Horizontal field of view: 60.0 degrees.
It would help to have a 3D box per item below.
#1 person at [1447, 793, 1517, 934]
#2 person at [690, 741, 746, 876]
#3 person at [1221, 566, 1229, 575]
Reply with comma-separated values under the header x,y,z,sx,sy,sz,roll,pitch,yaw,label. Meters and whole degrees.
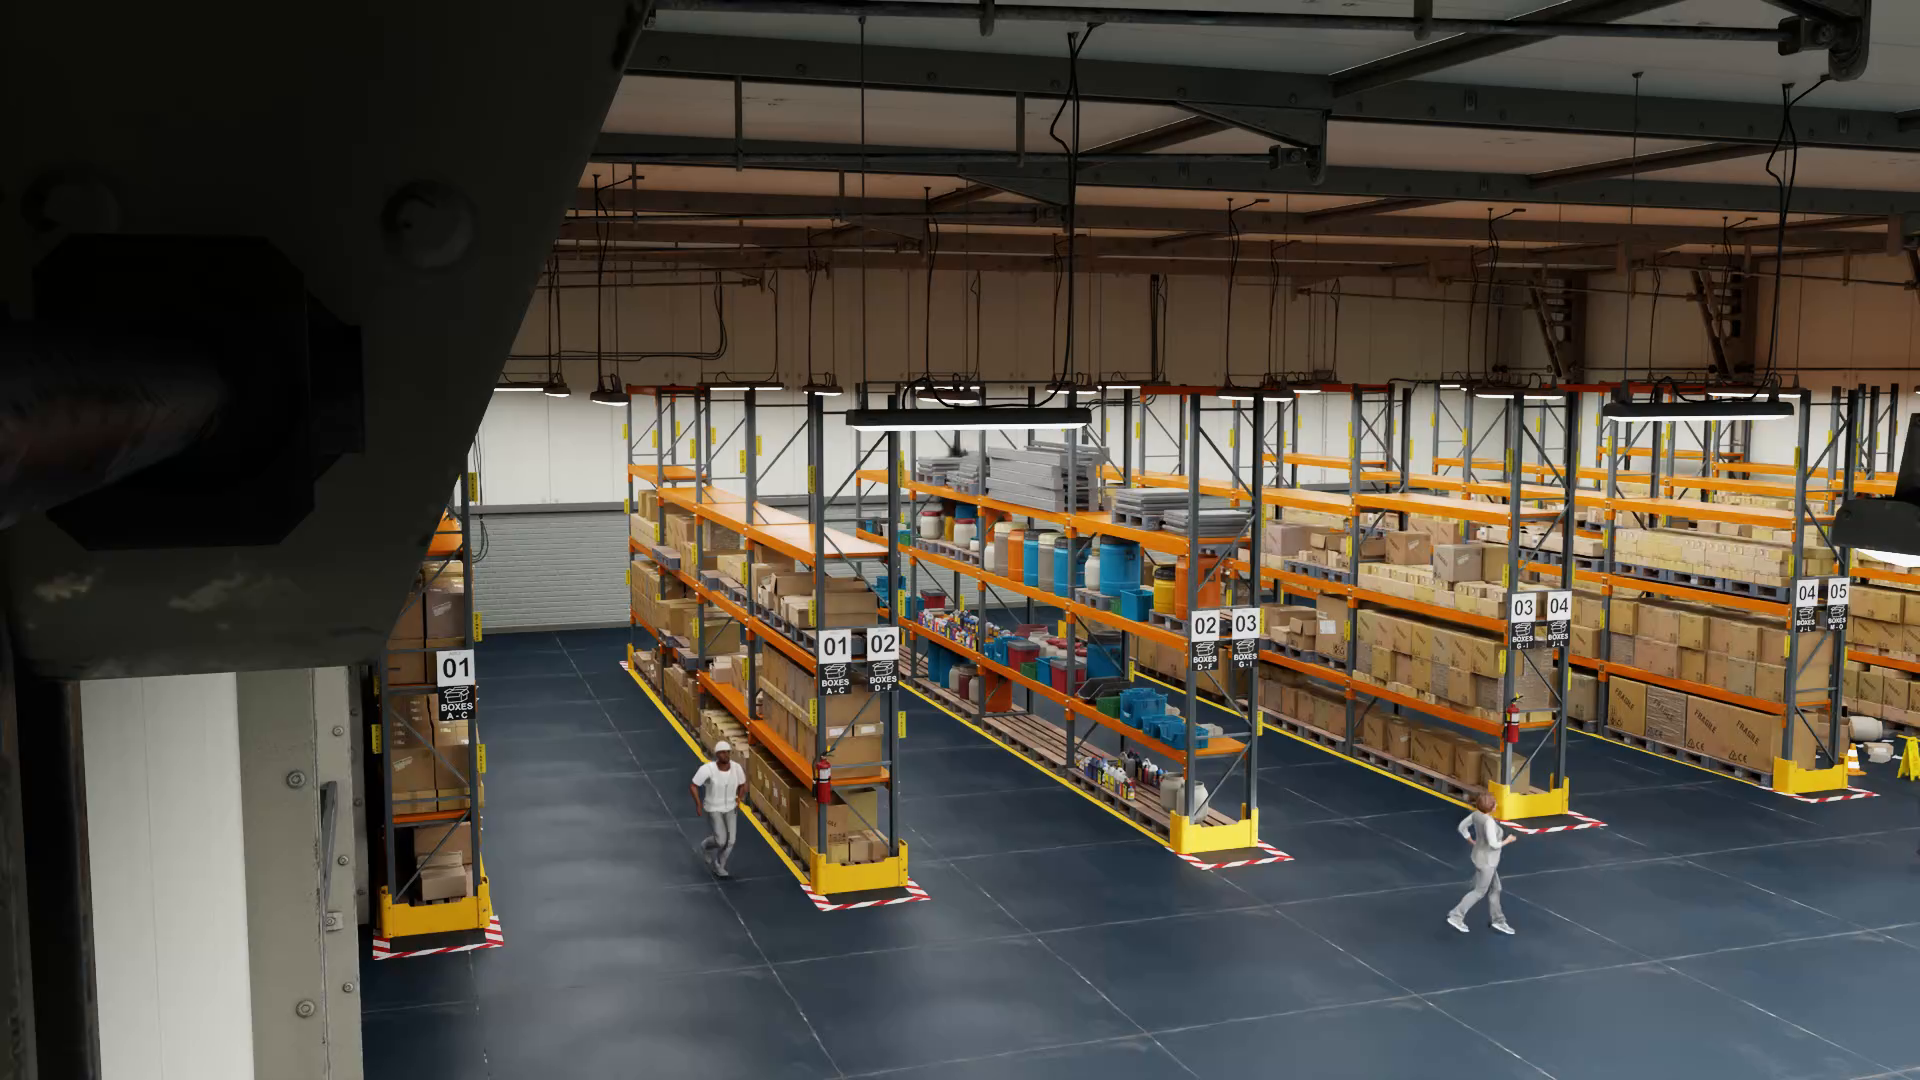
x,y,z,sx,sy,sz,roll,pitch,yaw,label
5.821,3.610,18.486,0.787,1.623,0.526,0,6,1,person
-2.988,3.339,20.754,0.693,1.693,0.583,-4,7,-34,person
6.348,1.343,40.357,0.665,1.715,0.796,4,7,33,person
